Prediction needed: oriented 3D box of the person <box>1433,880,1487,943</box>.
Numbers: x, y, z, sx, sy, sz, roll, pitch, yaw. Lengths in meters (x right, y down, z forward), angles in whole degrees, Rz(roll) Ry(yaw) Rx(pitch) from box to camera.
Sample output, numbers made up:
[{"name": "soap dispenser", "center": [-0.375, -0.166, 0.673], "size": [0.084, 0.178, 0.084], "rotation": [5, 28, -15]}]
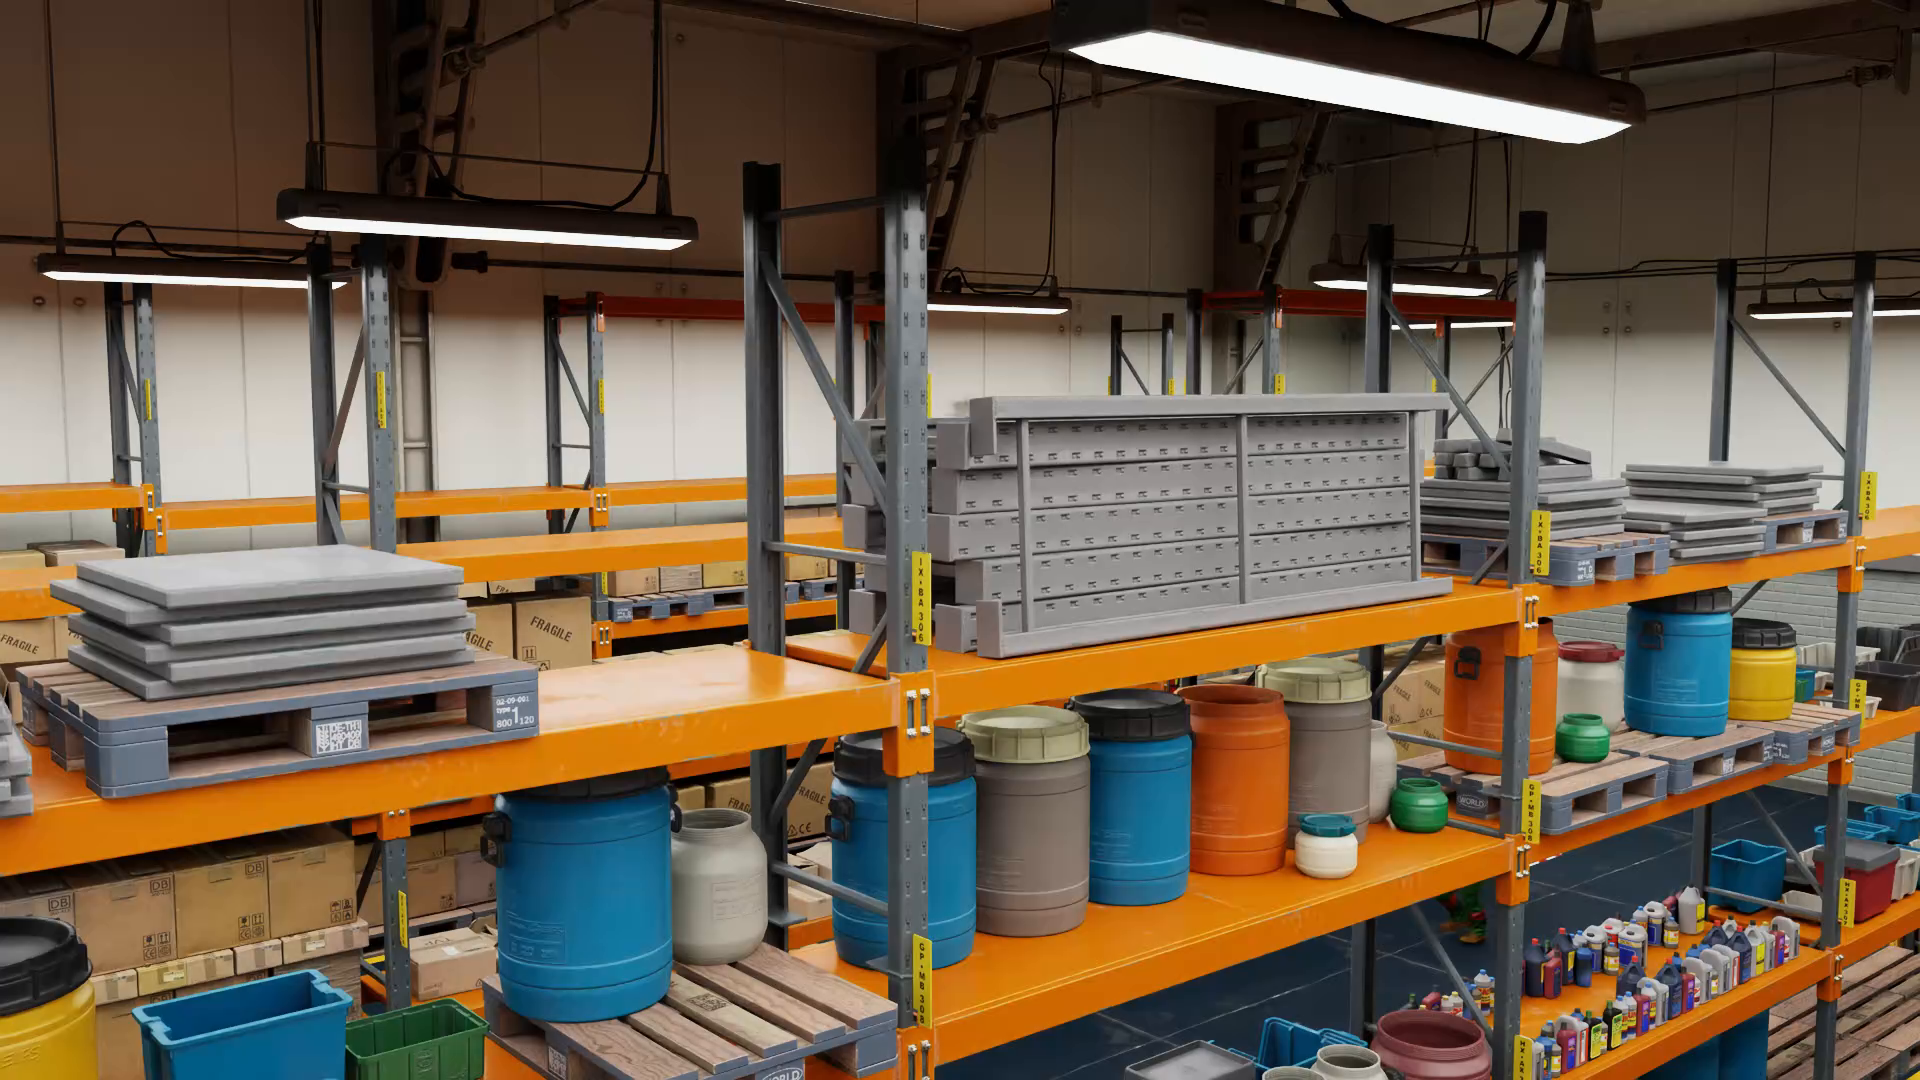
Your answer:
[{"name": "person", "center": [4.564, 2.840, 15.099], "size": [0.678, 1.729, 0.678], "rotation": [-3, 6, -27]}]
